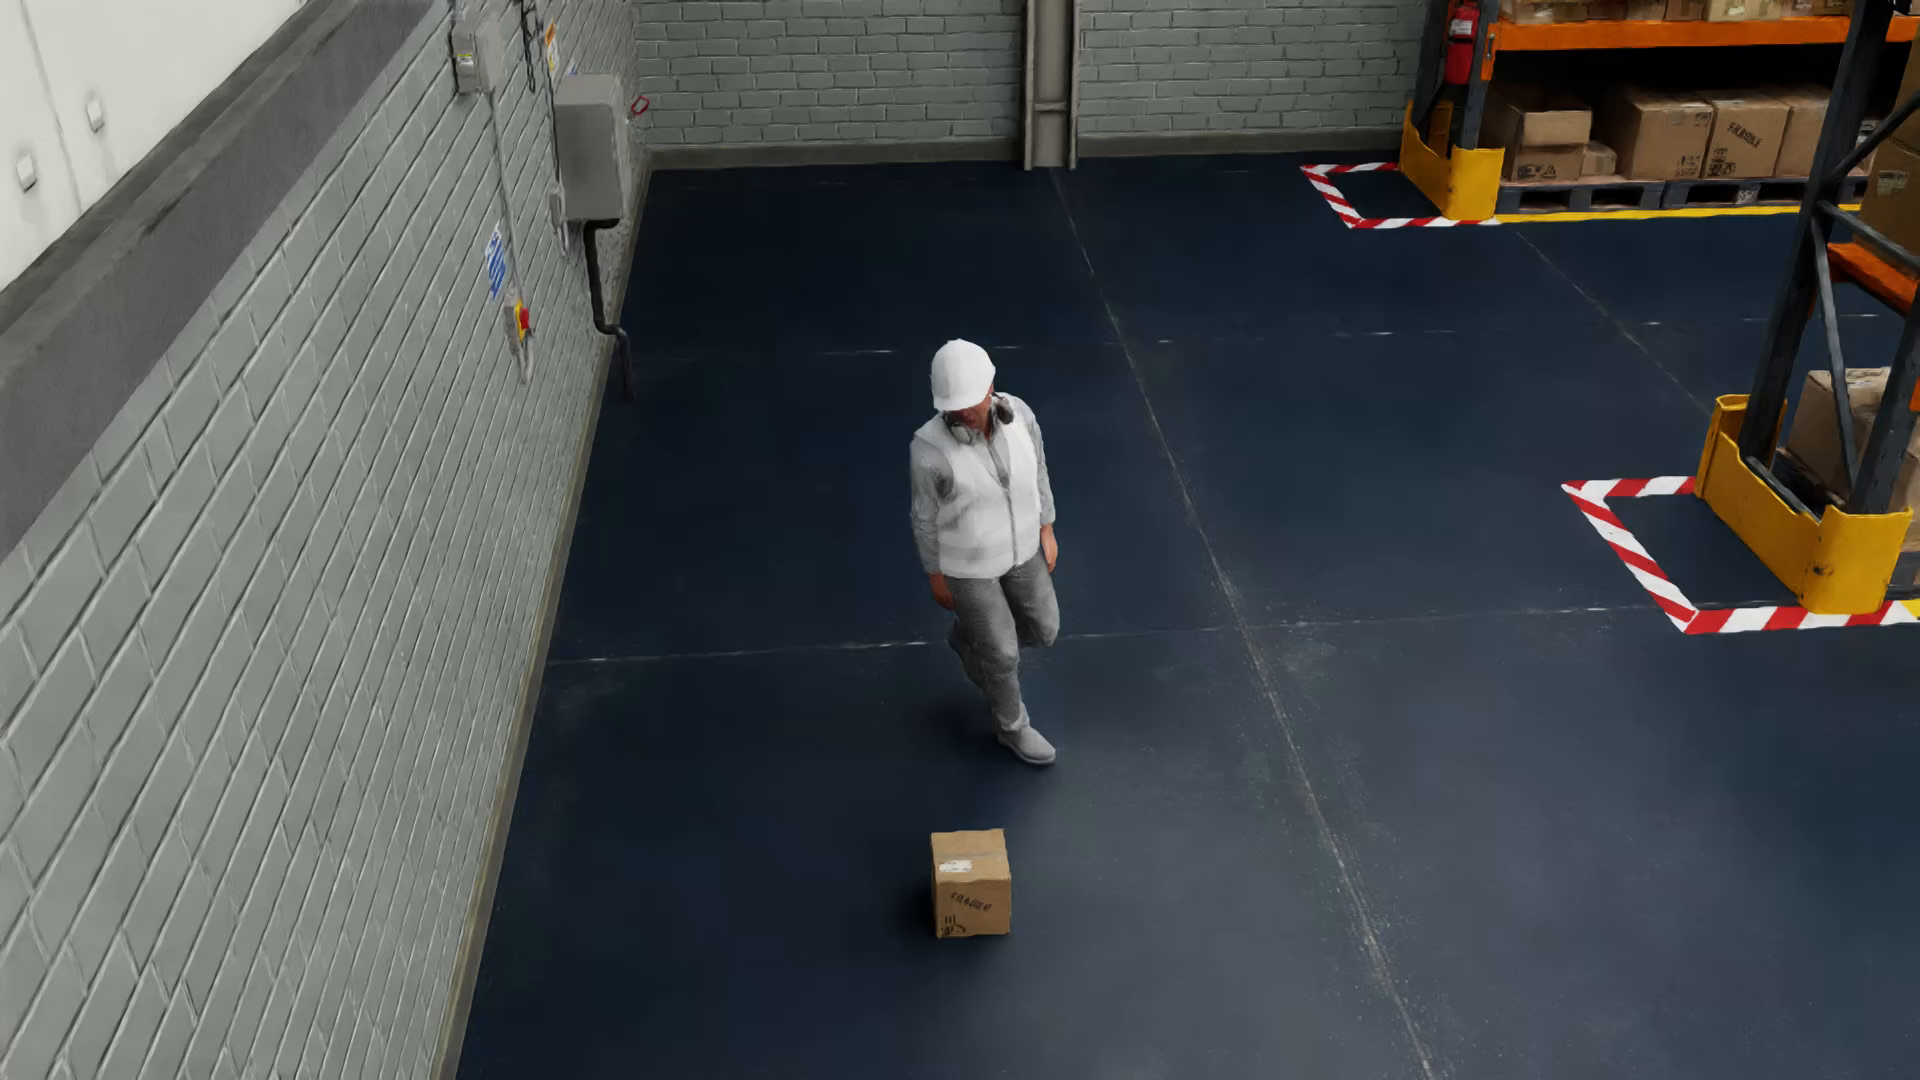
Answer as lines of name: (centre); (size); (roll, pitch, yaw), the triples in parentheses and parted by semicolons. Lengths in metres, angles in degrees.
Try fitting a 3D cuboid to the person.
person: (0.063, 0.031, 6.083); (0.585, 1.749, 0.661); (-23, 38, -33)
